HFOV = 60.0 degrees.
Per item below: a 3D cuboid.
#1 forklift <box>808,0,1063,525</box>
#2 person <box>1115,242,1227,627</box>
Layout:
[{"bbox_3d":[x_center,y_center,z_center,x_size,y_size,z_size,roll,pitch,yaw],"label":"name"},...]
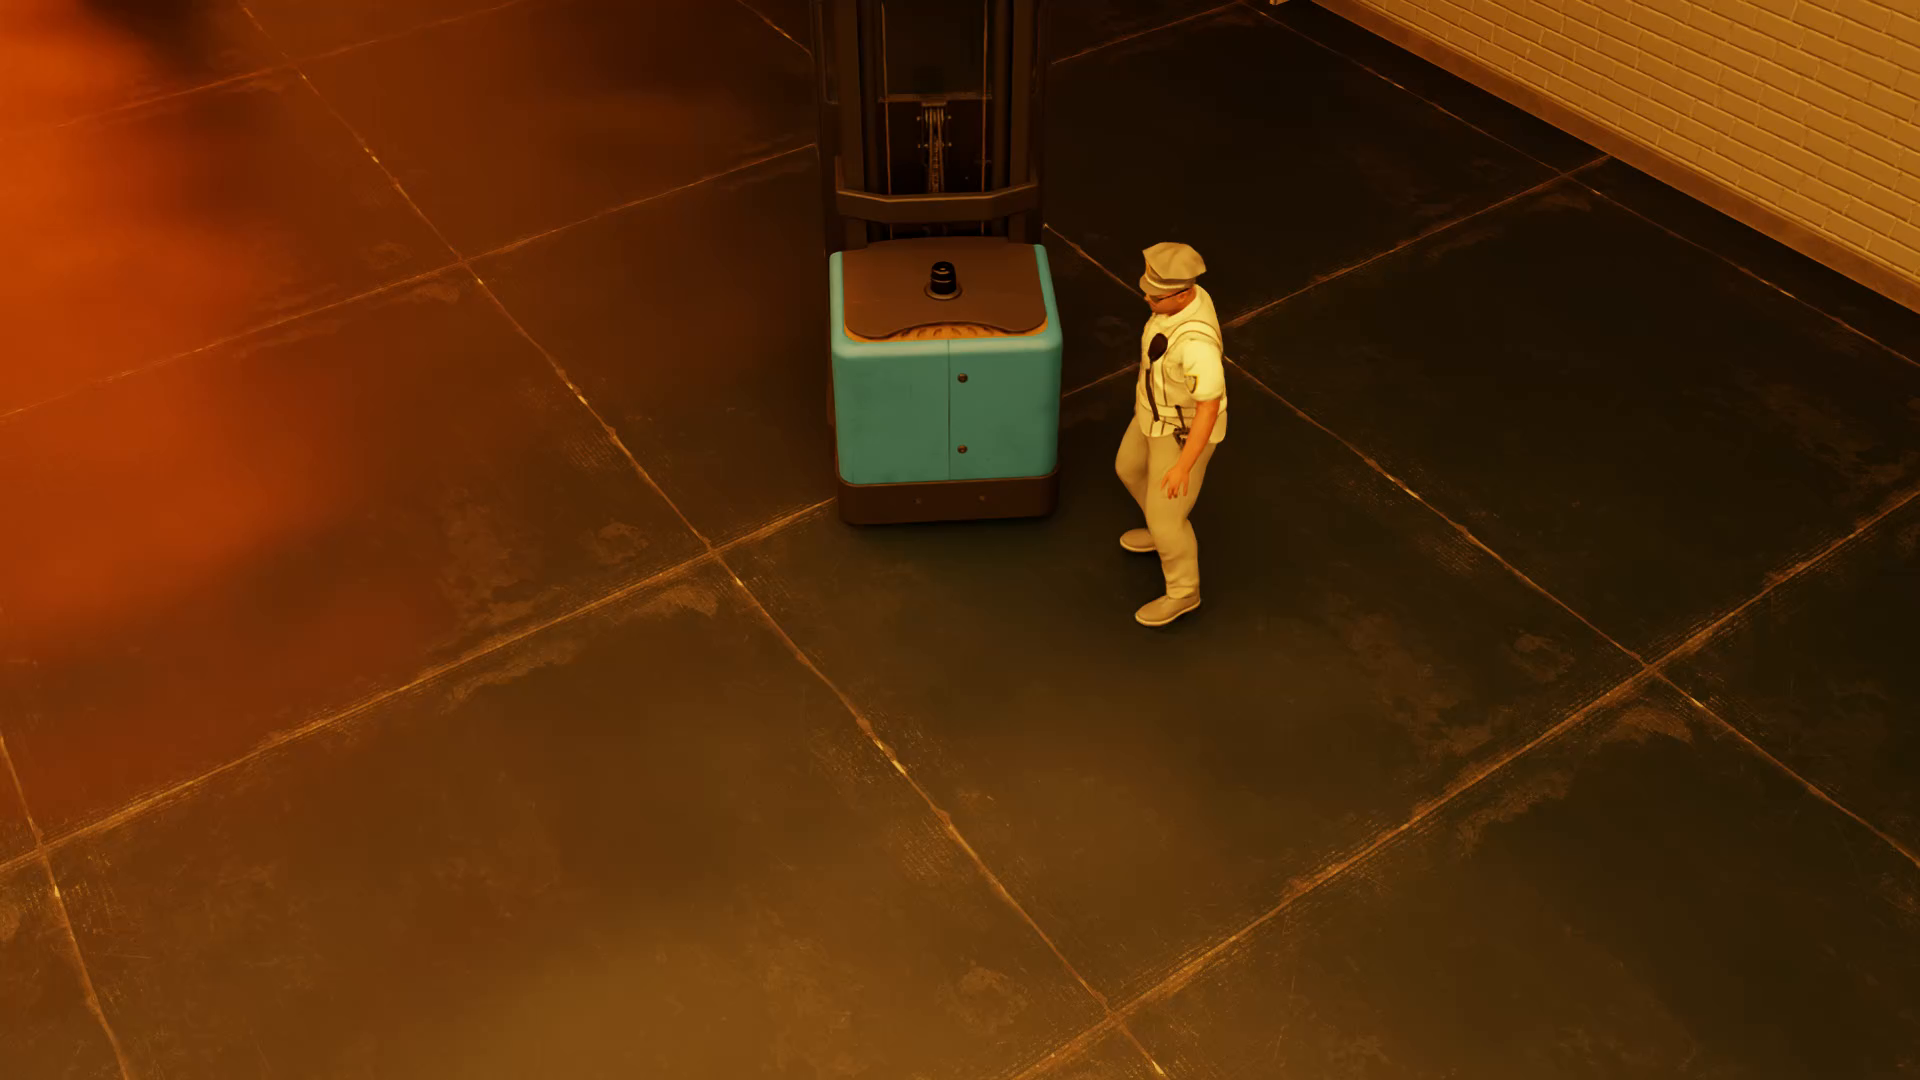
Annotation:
[{"bbox_3d":[-0.152,-2.141,8.038,1.130,2.935,3.031,-3,43,-3],"label":"forklift"},{"bbox_3d":[0.923,-0.505,7.154,0.412,1.719,0.775,-5,43,-5],"label":"person"}]
